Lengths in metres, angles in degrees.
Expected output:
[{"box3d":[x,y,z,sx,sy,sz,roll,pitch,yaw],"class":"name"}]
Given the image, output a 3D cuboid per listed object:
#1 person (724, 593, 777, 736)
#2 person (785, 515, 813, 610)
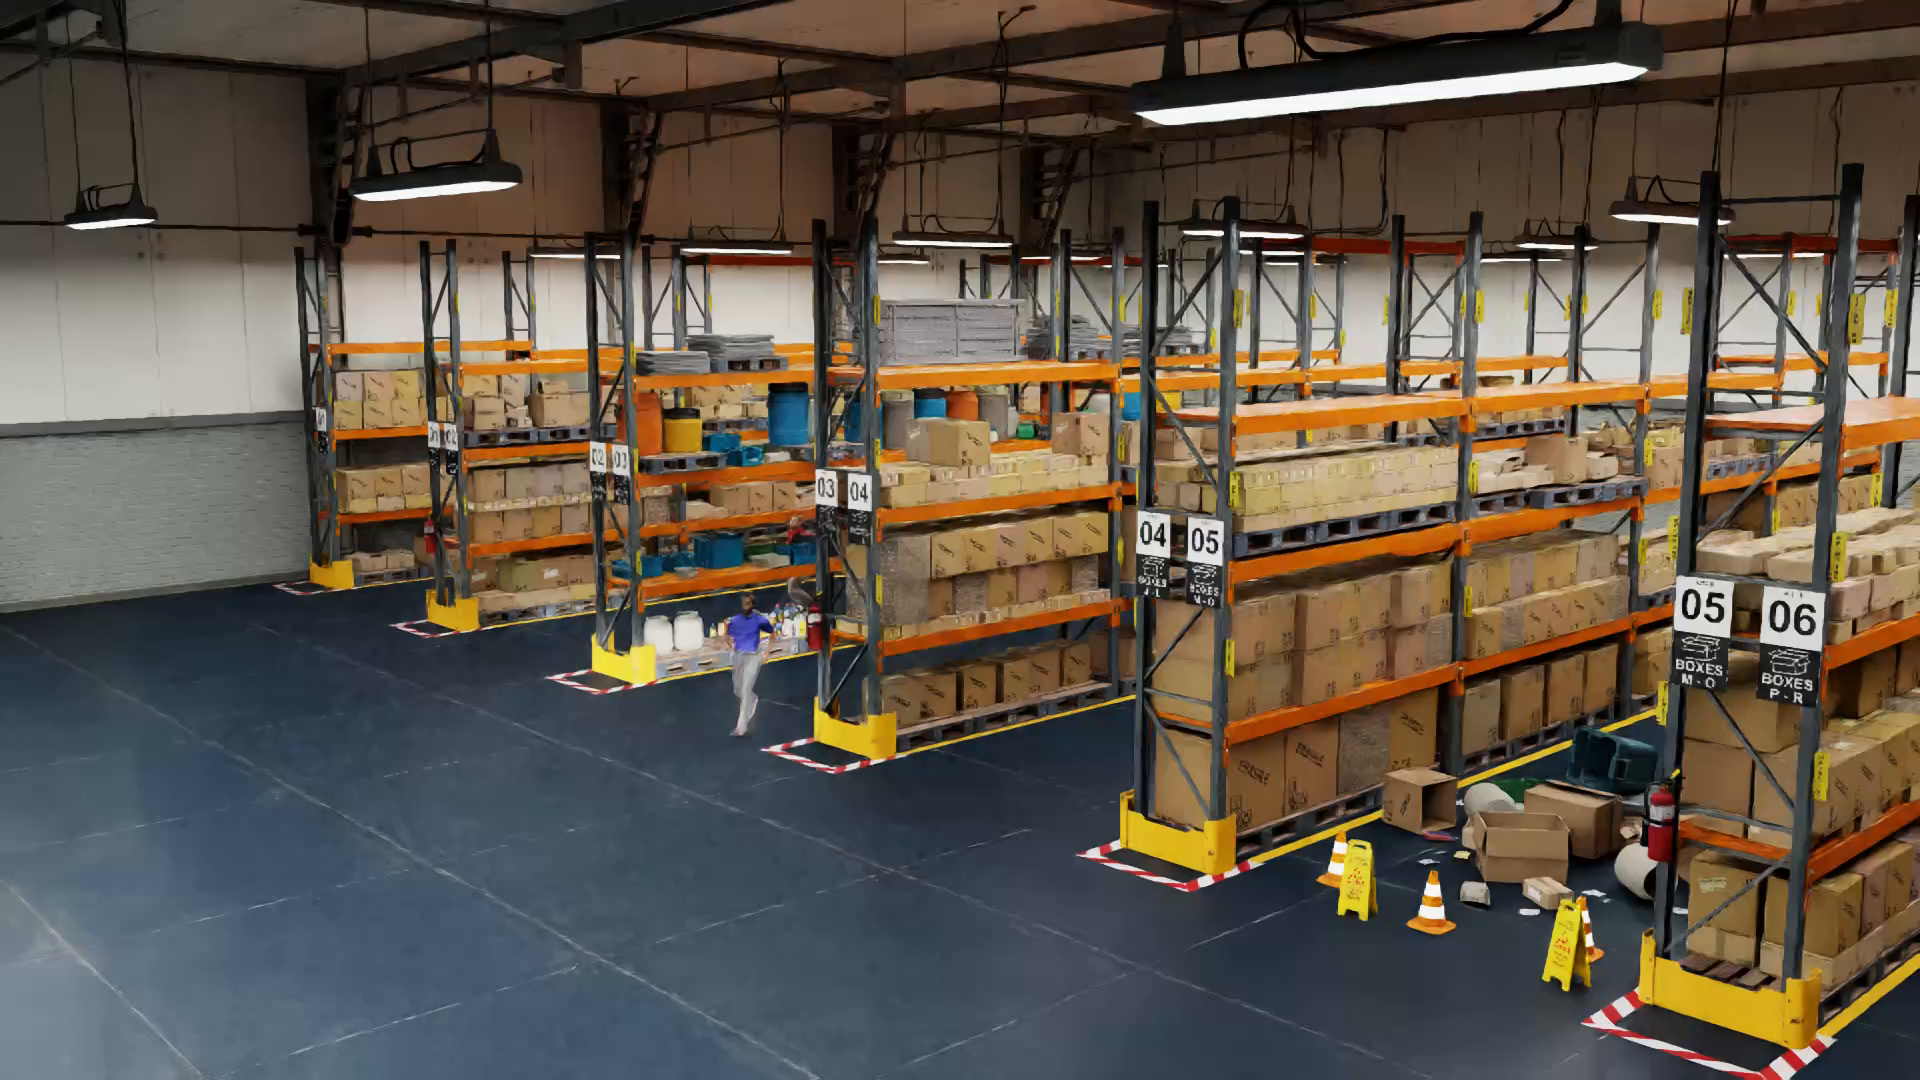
[{"box3d":[-2.517,1.444,19.839,0.607,1.632,0.913,2,9,16],"class":"person"},{"box3d":[-2.641,0.438,26.574,0.564,1.681,0.638,-7,11,-39],"class":"person"}]
